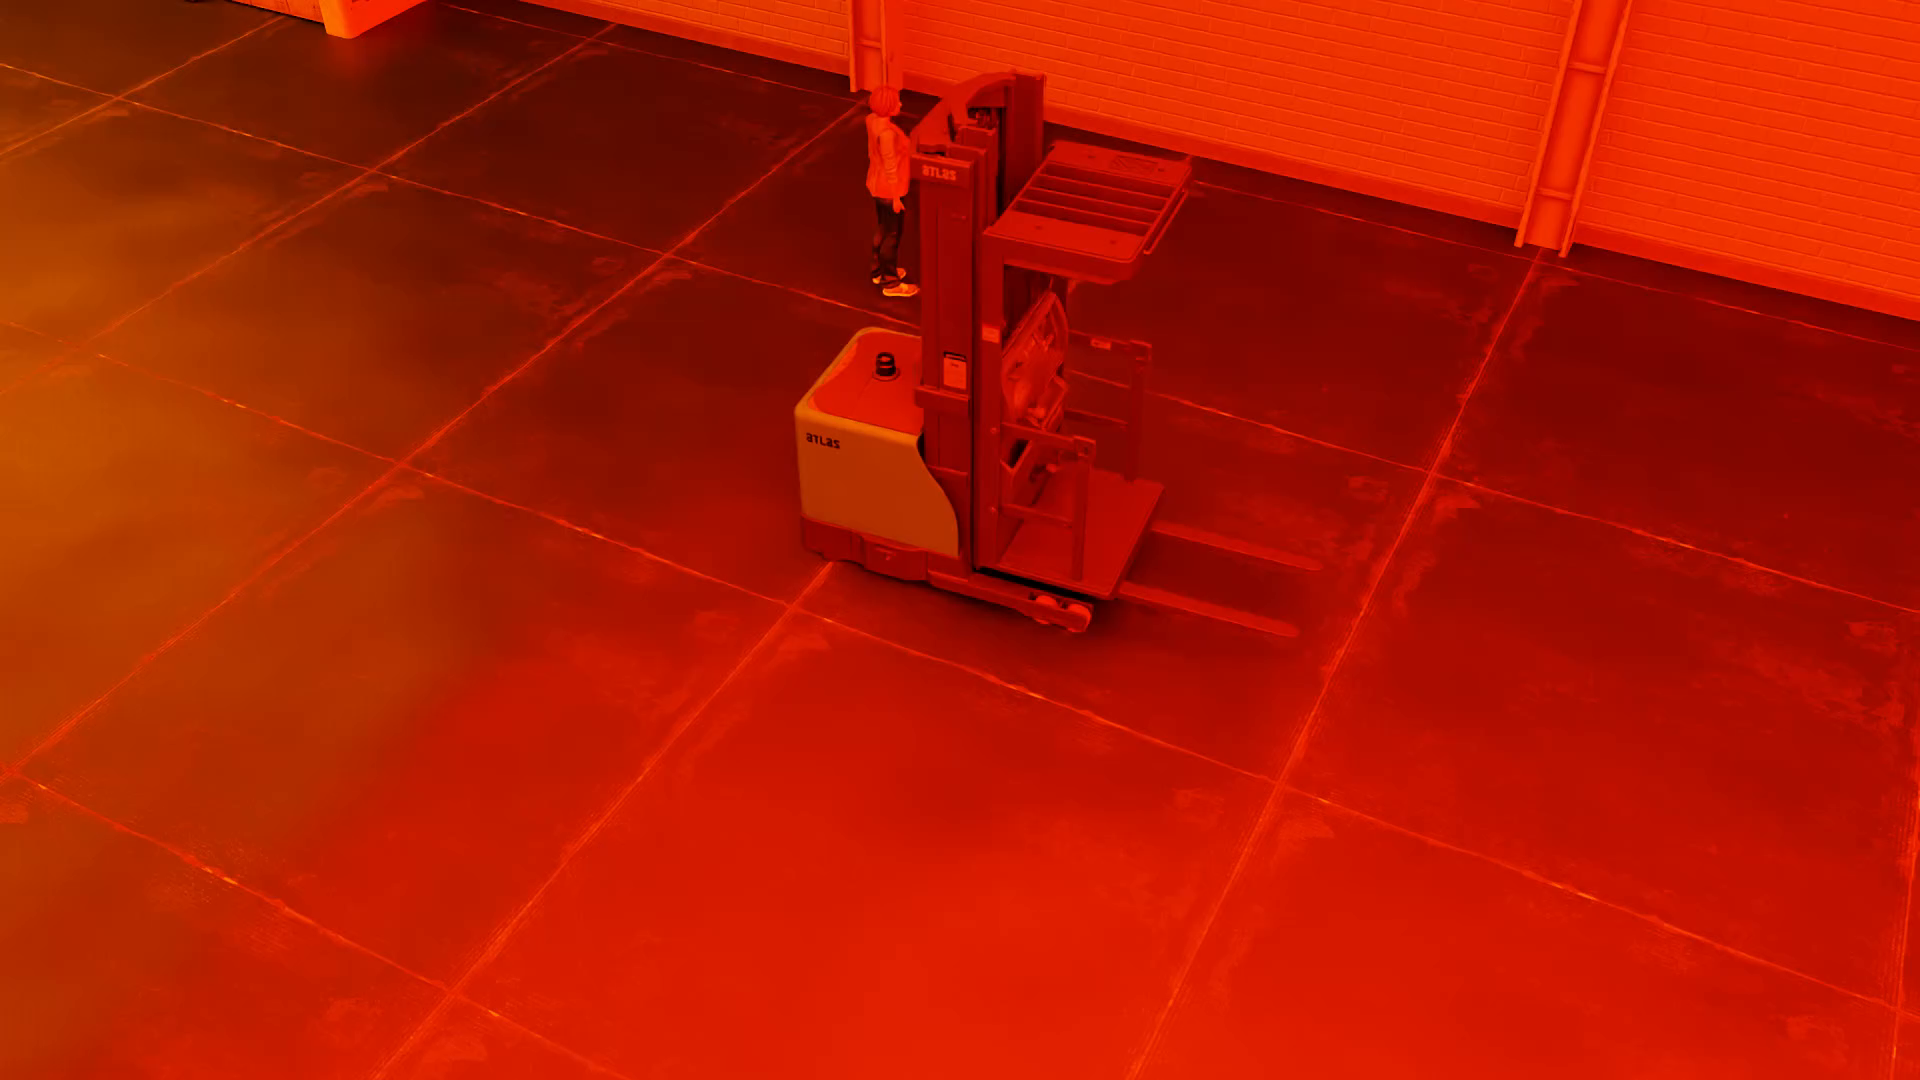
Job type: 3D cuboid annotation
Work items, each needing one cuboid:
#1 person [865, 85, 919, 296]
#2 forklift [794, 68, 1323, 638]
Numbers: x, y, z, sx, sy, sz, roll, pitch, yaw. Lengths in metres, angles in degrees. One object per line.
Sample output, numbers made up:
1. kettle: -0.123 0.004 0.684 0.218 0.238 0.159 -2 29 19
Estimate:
1. person: -0.510 -2.532 12.026 0.316 1.603 0.415 -13 42 -15
2. forklift: 0.599 -0.976 9.146 3.031 2.935 1.130 15 42 17
